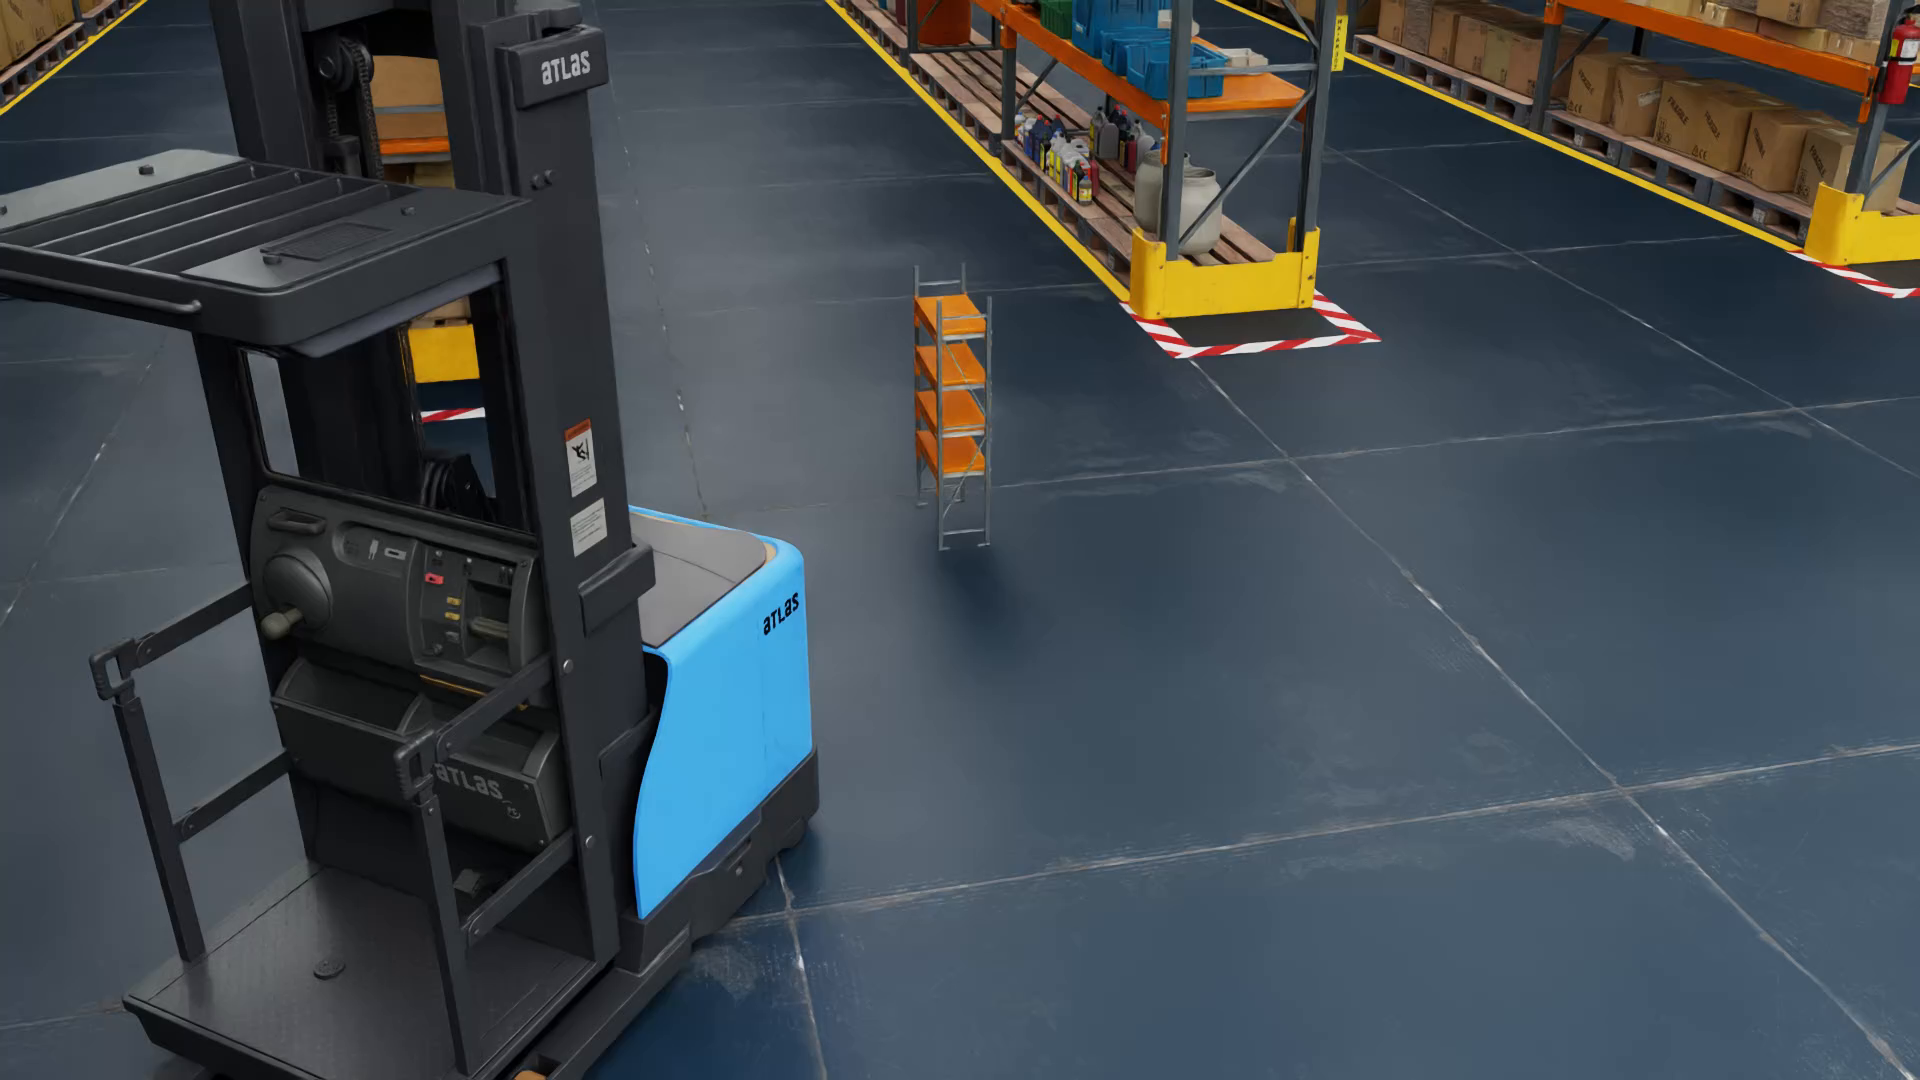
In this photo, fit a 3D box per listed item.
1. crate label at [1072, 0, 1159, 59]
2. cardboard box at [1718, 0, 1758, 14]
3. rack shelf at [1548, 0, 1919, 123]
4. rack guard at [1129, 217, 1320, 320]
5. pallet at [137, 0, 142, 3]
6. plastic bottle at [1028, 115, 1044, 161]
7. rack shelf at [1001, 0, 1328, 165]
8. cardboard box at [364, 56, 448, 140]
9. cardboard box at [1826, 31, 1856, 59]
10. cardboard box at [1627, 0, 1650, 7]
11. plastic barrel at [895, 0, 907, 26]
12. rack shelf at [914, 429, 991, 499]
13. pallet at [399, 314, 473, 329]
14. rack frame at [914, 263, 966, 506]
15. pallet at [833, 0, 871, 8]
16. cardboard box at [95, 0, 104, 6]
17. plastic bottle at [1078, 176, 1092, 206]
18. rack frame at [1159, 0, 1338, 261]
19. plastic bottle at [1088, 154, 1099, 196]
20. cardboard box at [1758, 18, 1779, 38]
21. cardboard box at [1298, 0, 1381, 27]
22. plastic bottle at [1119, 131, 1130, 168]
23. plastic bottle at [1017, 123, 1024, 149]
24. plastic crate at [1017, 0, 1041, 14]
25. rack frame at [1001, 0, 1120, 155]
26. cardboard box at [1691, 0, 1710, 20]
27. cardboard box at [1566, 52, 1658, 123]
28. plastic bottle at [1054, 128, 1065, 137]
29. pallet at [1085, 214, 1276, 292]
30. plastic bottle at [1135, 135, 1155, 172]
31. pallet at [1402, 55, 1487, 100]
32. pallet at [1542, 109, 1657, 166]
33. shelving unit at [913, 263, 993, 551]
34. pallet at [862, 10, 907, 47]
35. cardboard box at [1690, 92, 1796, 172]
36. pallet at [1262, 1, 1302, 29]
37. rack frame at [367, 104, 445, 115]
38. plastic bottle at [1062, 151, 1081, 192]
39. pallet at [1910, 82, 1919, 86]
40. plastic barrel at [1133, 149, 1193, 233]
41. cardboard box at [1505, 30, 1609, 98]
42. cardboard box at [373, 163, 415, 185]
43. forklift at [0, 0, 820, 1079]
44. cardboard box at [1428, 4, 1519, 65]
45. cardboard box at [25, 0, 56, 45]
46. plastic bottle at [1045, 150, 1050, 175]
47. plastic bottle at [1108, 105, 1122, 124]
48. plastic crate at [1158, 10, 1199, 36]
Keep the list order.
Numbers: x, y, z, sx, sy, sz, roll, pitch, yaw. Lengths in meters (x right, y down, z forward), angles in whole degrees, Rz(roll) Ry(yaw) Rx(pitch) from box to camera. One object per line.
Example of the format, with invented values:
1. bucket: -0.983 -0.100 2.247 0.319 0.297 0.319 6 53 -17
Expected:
1. crate label: 1.073 -3.626 11.566 0.502 0.435 0.616 -6 27 -12
2. cardboard box: 6.179 -4.185 12.272 0.875 0.500 0.500 -6 27 -12
3. rack shelf: 6.126 -3.889 12.925 1.077 0.370 4.000 -6 27 -12
4. rack guard: 1.688 -1.742 10.647 1.175 0.500 0.348 -6 27 -12
5. pallet: -11.251 -7.260 21.899 1.003 0.211 1.213 -6 27 -12
6. plastic bottle: 0.627 -3.203 13.218 0.144 0.351 0.185 -5 27 -10
7. rack shelf: 1.300 -3.386 11.929 1.077 0.370 4.000 -6 27 -12
8. cardboard box: -3.168 -2.579 9.420 0.700 0.500 0.500 -6 27 -12
9. cardboard box: 6.255 -3.434 11.504 0.380 0.149 0.250 -6 27 -12
10. cardboard box: 5.639 -4.411 13.439 0.380 0.149 0.250 -6 27 -12
11. plastic barrel: -0.433 -6.161 18.838 0.600 0.588 0.708 -6 27 -12
12. rack shelf: -0.037 -0.371 7.743 0.258 0.148 0.480 -6 27 -12
13. pallet: -3.289 -1.415 10.319 1.003 0.211 1.213 -6 27 -12
14. rack frame: -0.092 -0.715 7.836 0.240 1.200 0.015 -6 27 -12
15. pallet: -1.157 -7.172 21.724 1.003 0.211 1.213 -6 27 -12
16. cardboard box: -10.784 -6.723 20.048 0.700 0.500 0.500 -6 27 -12
17. plastic bottle: 0.910 -2.539 12.068 0.097 0.201 0.097 0 27 0
18. rack frame: 1.751 -2.830 10.027 1.000 3.000 0.127 -6 27 -12
19. plastic bottle: 0.984 -2.700 12.296 0.061 0.283 0.133 -6 27 -12
20. cardboard box: 6.092 -3.764 12.158 0.380 0.149 0.250 -6 27 -12
21. cardboard box: 4.638 -6.389 18.970 1.225 0.875 0.875 -7 28 -14
22. plastic bottle: 1.297 -3.068 13.026 0.061 0.283 0.133 -6 27 -12
23. plastic bottle: 0.517 -3.304 13.584 0.097 0.201 0.097 0 27 0
24. plastic crate: 0.844 -4.315 13.039 0.767 0.338 0.504 -6 27 -12
25. rack frame: 0.850 -4.586 13.506 1.000 3.000 0.127 -6 27 -12
26. cardboard box: 5.882 -4.089 12.802 0.380 0.149 0.250 -6 27 -12
27. cardboard box: 5.726 -3.980 14.615 0.500 0.500 0.500 -7 28 -13
28. plastic bottle: 0.778 -3.116 13.134 0.097 0.271 0.097 0 27 0
29. pallet: 1.510 -1.971 11.420 1.003 0.211 1.213 -6 27 -12
30. plastic bottle: 1.424 -3.015 12.929 0.152 0.276 0.135 -5 27 -11
31. pallet: 5.220 -4.722 16.871 1.003 0.211 1.213 -6 27 -12
32. pallet: 5.861 -3.552 14.554 1.003 0.211 1.213 -6 27 -12
33. shelving unit: -0.037 -0.608 7.624 0.258 1.200 0.503 -6 27 -12
34. pallet: -0.542 -5.973 19.350 1.003 0.211 1.213 -6 27 -12
35. cardboard box: 6.161 -3.216 13.100 0.500 0.500 0.500 -3 27 -7
36. pallet: 4.398 -6.488 20.370 1.003 0.211 1.213 -6 27 -12
37. rack frame: -3.076 -2.328 9.034 1.000 3.000 0.127 -6 27 -12
38. plastic bottle: 0.849 -2.746 12.396 0.152 0.276 0.135 -7 28 -13
39. pallet: 10.283 -4.634 16.697 1.003 0.211 1.213 -6 27 -12
40. plastic barrel: 1.415 -2.408 11.486 0.421 0.512 0.421 0 27 0
41. cardboard box: 5.558 -4.441 15.505 0.700 0.500 0.500 -8 28 -16
42. cardboard box: -3.726 -2.266 10.663 0.500 0.500 0.500 -6 27 -12
43. forklift: -1.584 0.163 4.173 1.130 2.935 3.031 12 29 23
44. cardboard box: 5.216 -5.143 16.896 0.700 0.500 0.500 -4 27 -7
45. cardboard box: -10.129 -5.657 17.549 0.750 0.750 0.750 -5 27 -10
46. plastic bottle: 0.711 -2.927 12.837 0.097 0.201 0.097 0 27 0
47. plastic bottle: 1.276 -3.346 13.502 0.144 0.351 0.185 -7 28 -13
48. plastic crate: 1.462 -3.781 12.204 0.530 0.136 0.437 -6 27 -12
